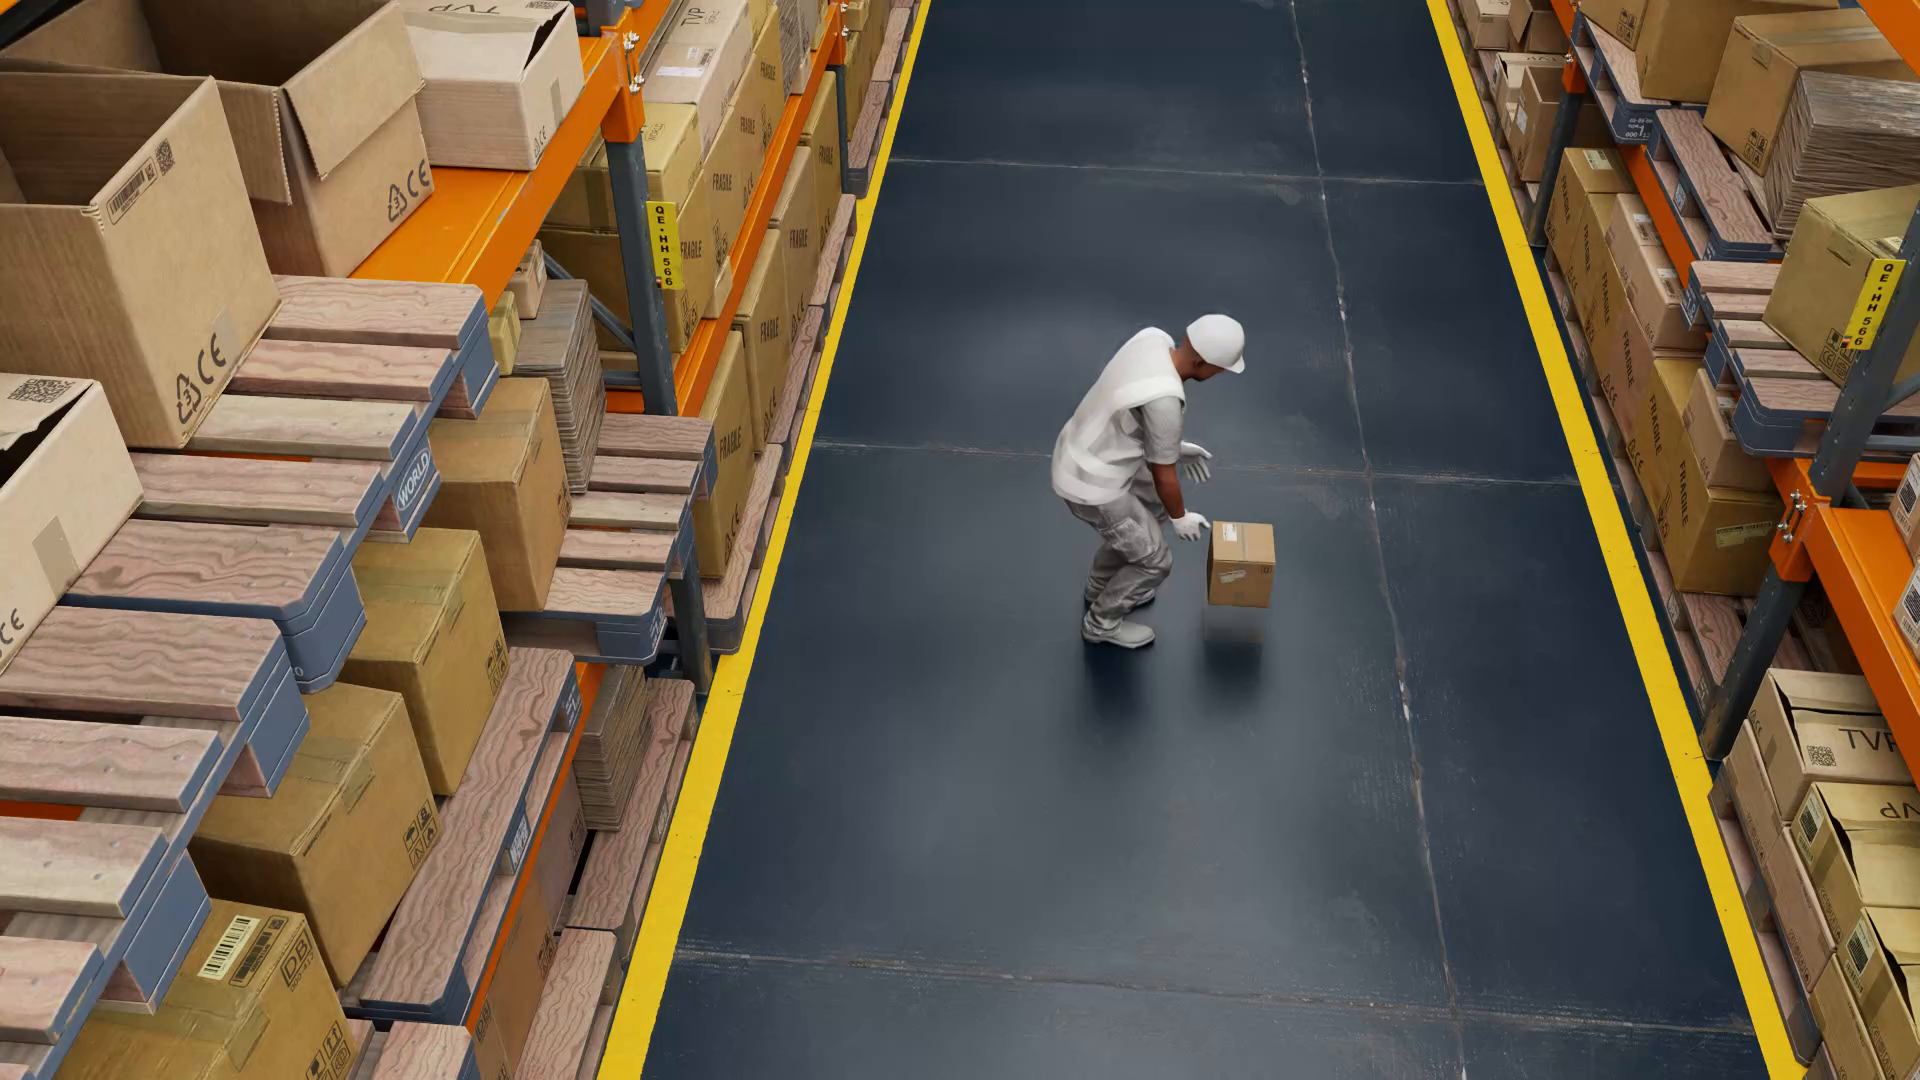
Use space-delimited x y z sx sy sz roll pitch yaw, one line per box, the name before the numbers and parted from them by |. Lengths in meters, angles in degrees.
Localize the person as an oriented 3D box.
person | 0.728 -0.270 6.689 0.710 1.498 0.610 3 40 4
